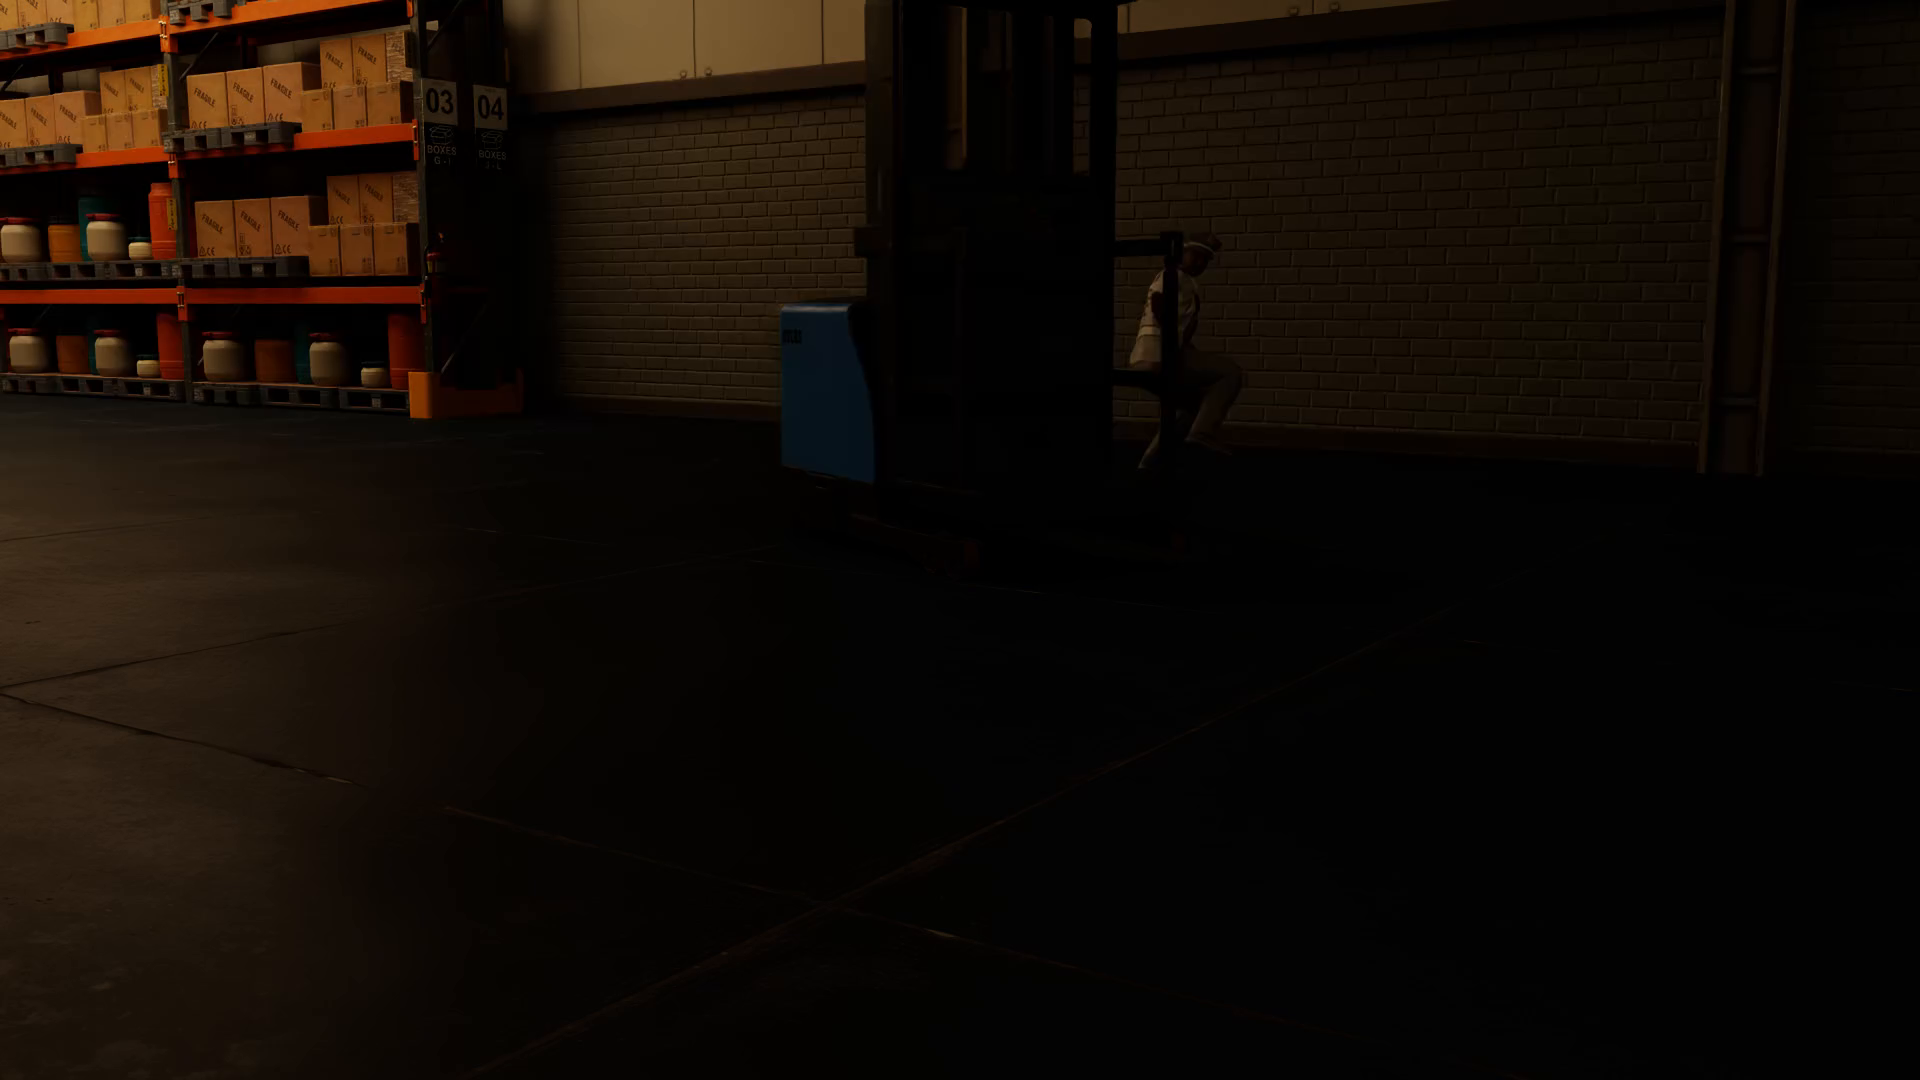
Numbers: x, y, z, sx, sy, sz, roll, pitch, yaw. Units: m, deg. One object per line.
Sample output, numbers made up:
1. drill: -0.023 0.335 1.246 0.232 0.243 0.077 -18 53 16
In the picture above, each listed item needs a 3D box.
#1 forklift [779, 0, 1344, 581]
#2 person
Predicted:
1. forklift: 0.304 -1.363 6.776 1.130 2.935 3.031 -5 9 -29
2. person: 1.278 -1.040 9.535 0.626 1.445 0.744 -1 8 -4
